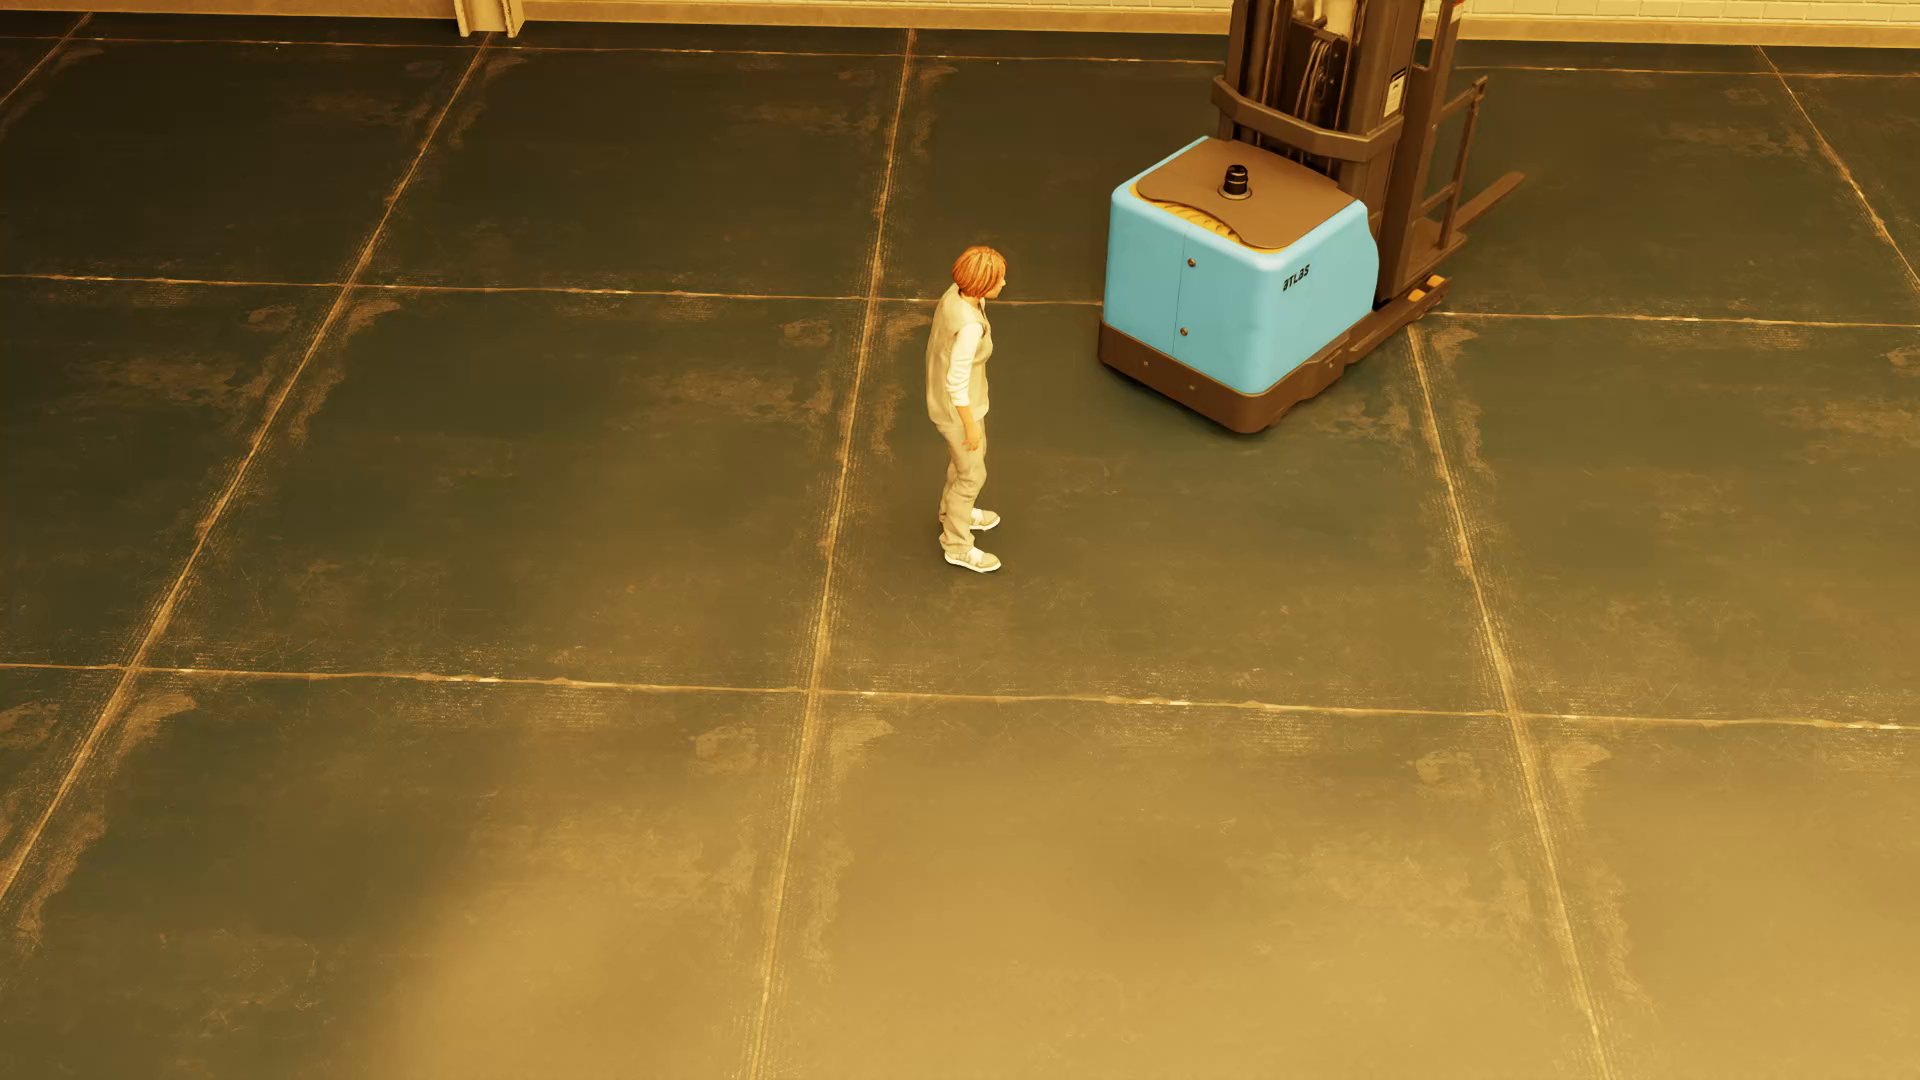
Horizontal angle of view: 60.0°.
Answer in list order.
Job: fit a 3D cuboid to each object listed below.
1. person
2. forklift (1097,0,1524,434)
[{"bbox_3d":[0.021,-0.594,7.387,0.345,1.592,0.481,-1,42,-1],"label":"person"},{"bbox_3d":[2.111,-2.521,8.504,1.130,2.935,3.031,32,51,30],"label":"forklift"}]
